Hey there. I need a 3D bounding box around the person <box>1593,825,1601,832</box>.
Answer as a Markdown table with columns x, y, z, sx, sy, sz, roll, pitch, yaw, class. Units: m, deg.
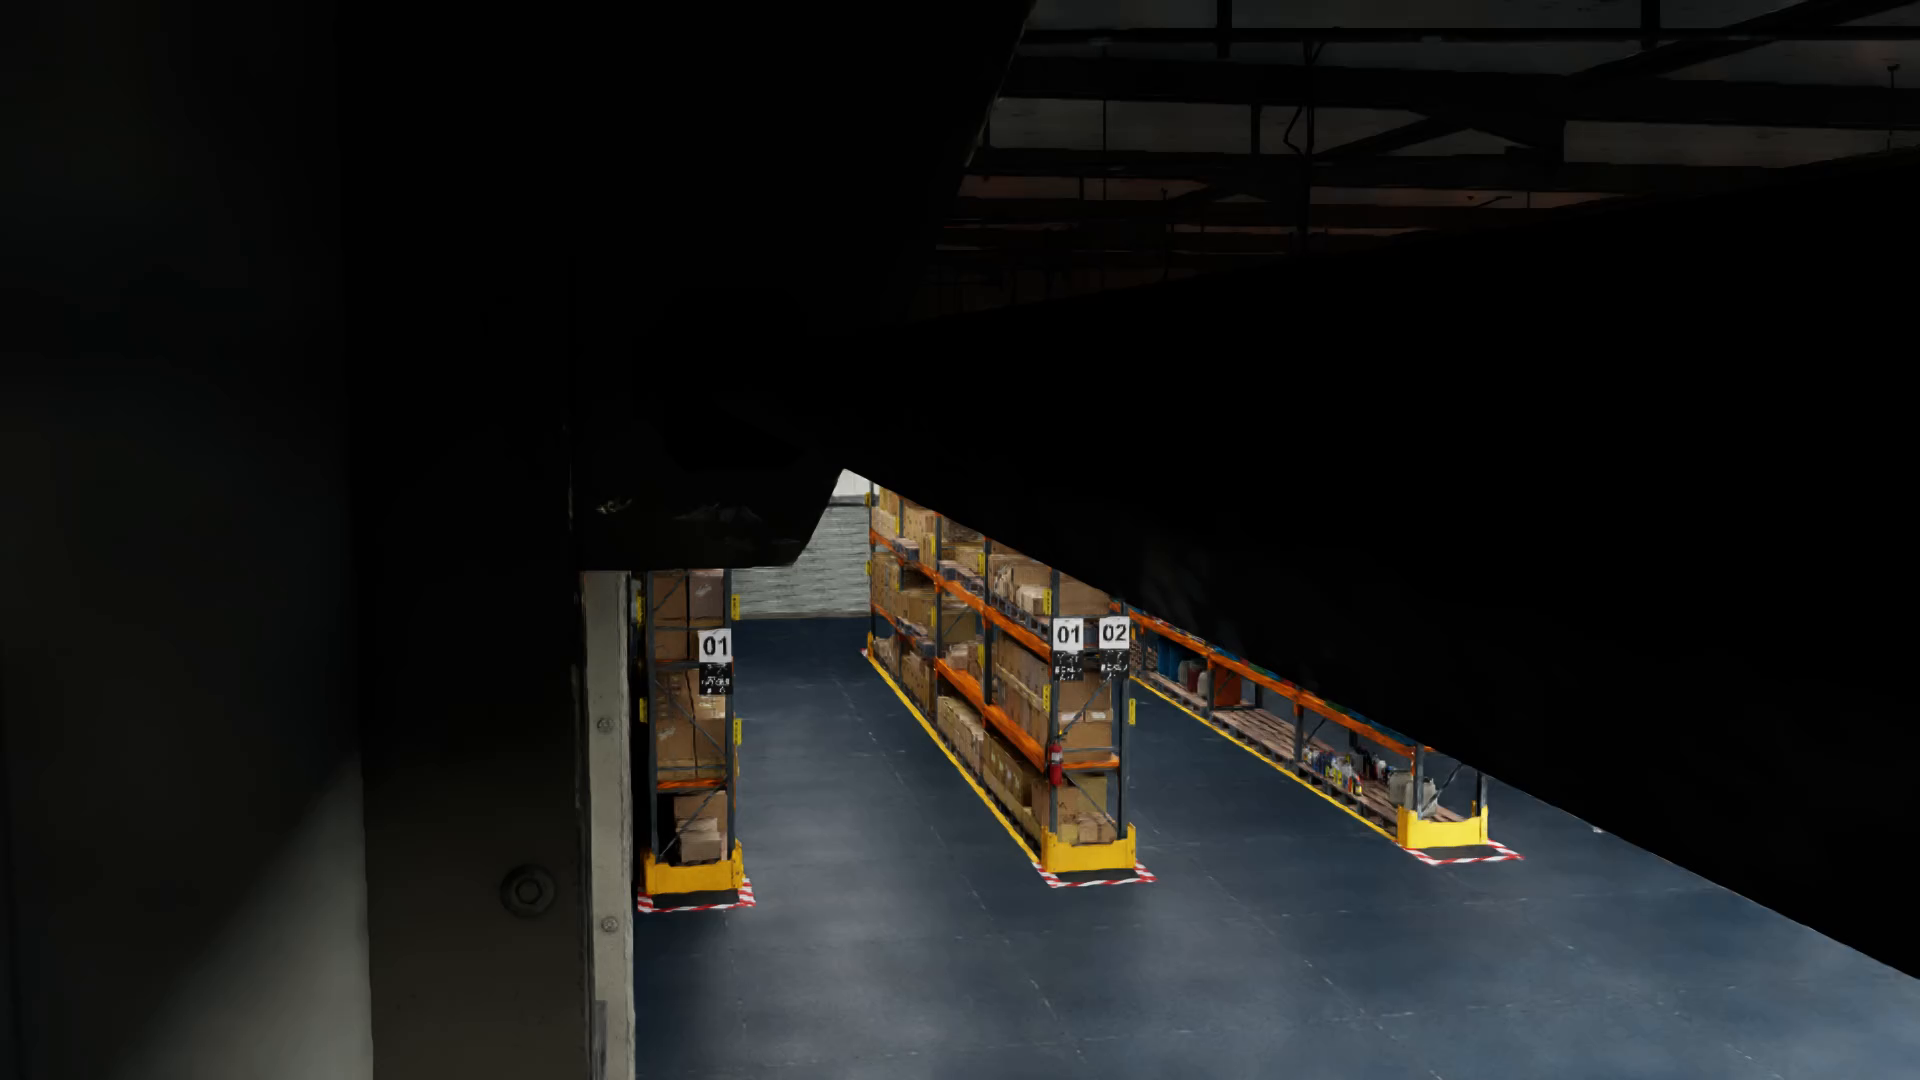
| x | y | z | sx | sy | sz | roll | pitch | yaw | class |
| --- | --- | --- | --- | --- | --- | --- | --- | --- | --- |
| 8.815 | 3.173 | 22.796 | 0.440 | 1.542 | 0.848 | 1 | 6 | 6 | person |
